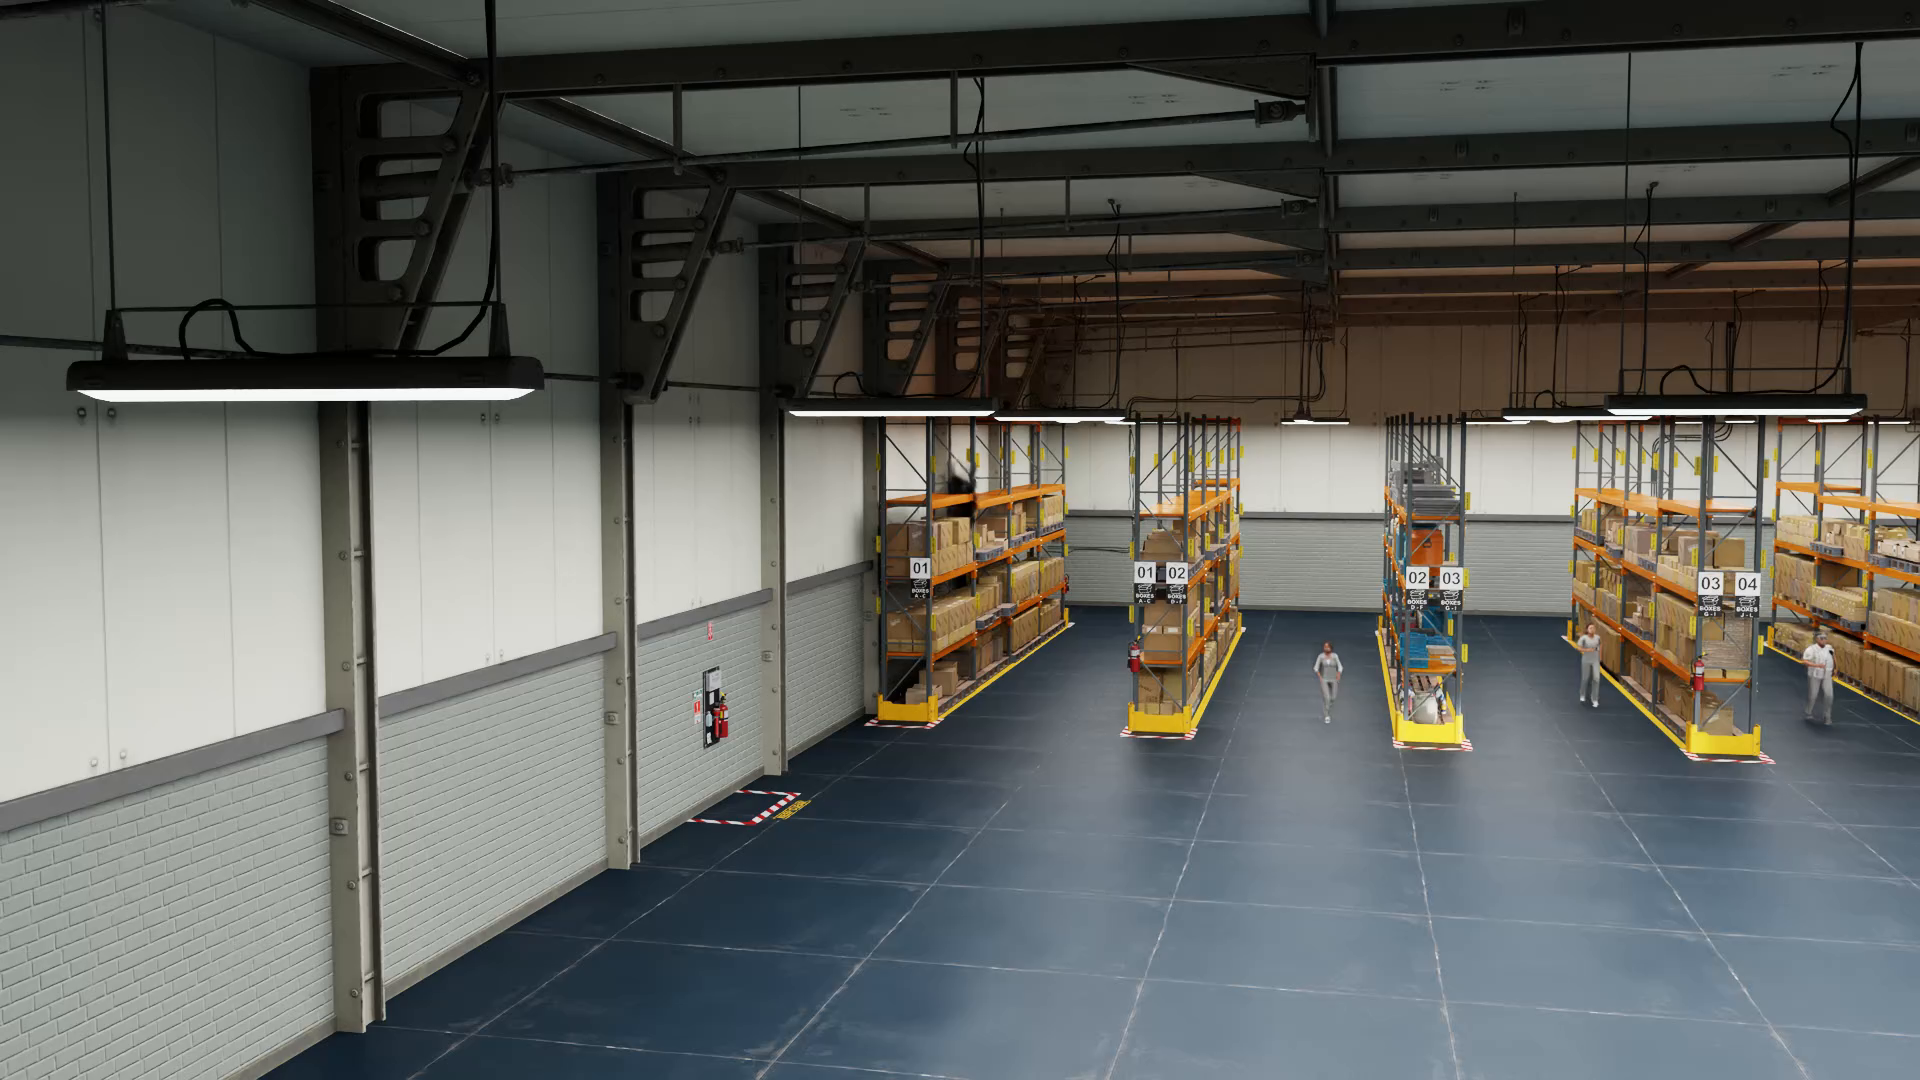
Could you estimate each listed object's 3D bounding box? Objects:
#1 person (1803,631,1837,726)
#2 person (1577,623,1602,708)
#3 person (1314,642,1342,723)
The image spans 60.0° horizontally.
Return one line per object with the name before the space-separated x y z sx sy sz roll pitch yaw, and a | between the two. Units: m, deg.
person | 16.644 2.681 32.182 0.683 1.871 0.783 0 4 4
person | 12.987 2.573 34.309 0.554 1.718 0.797 0 4 7
person | 7.178 2.758 32.444 0.536 1.568 0.506 0 4 7
